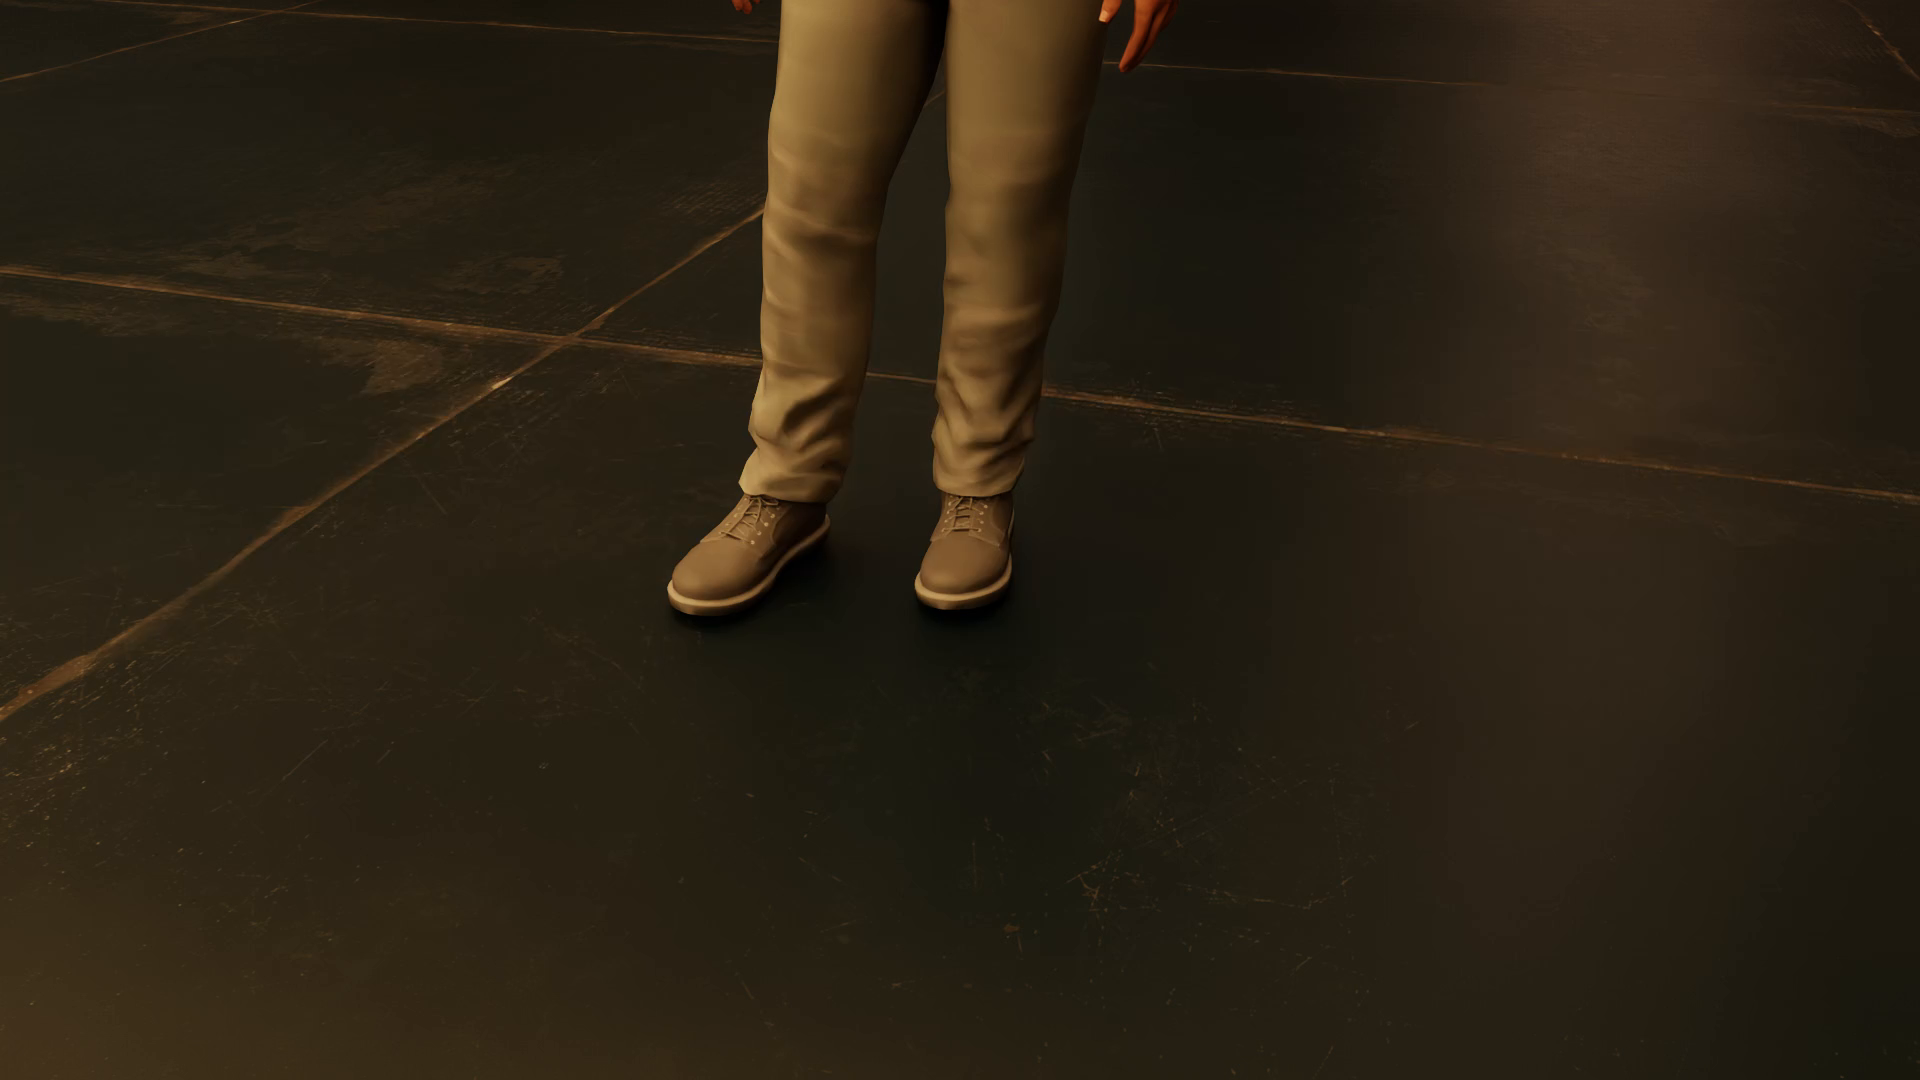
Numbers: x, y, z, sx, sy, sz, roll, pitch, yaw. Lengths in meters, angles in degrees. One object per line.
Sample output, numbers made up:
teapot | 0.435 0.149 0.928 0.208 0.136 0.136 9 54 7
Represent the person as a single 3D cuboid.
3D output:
person | -0.035 -0.768 2.029 0.640 1.781 0.575 8 28 16
